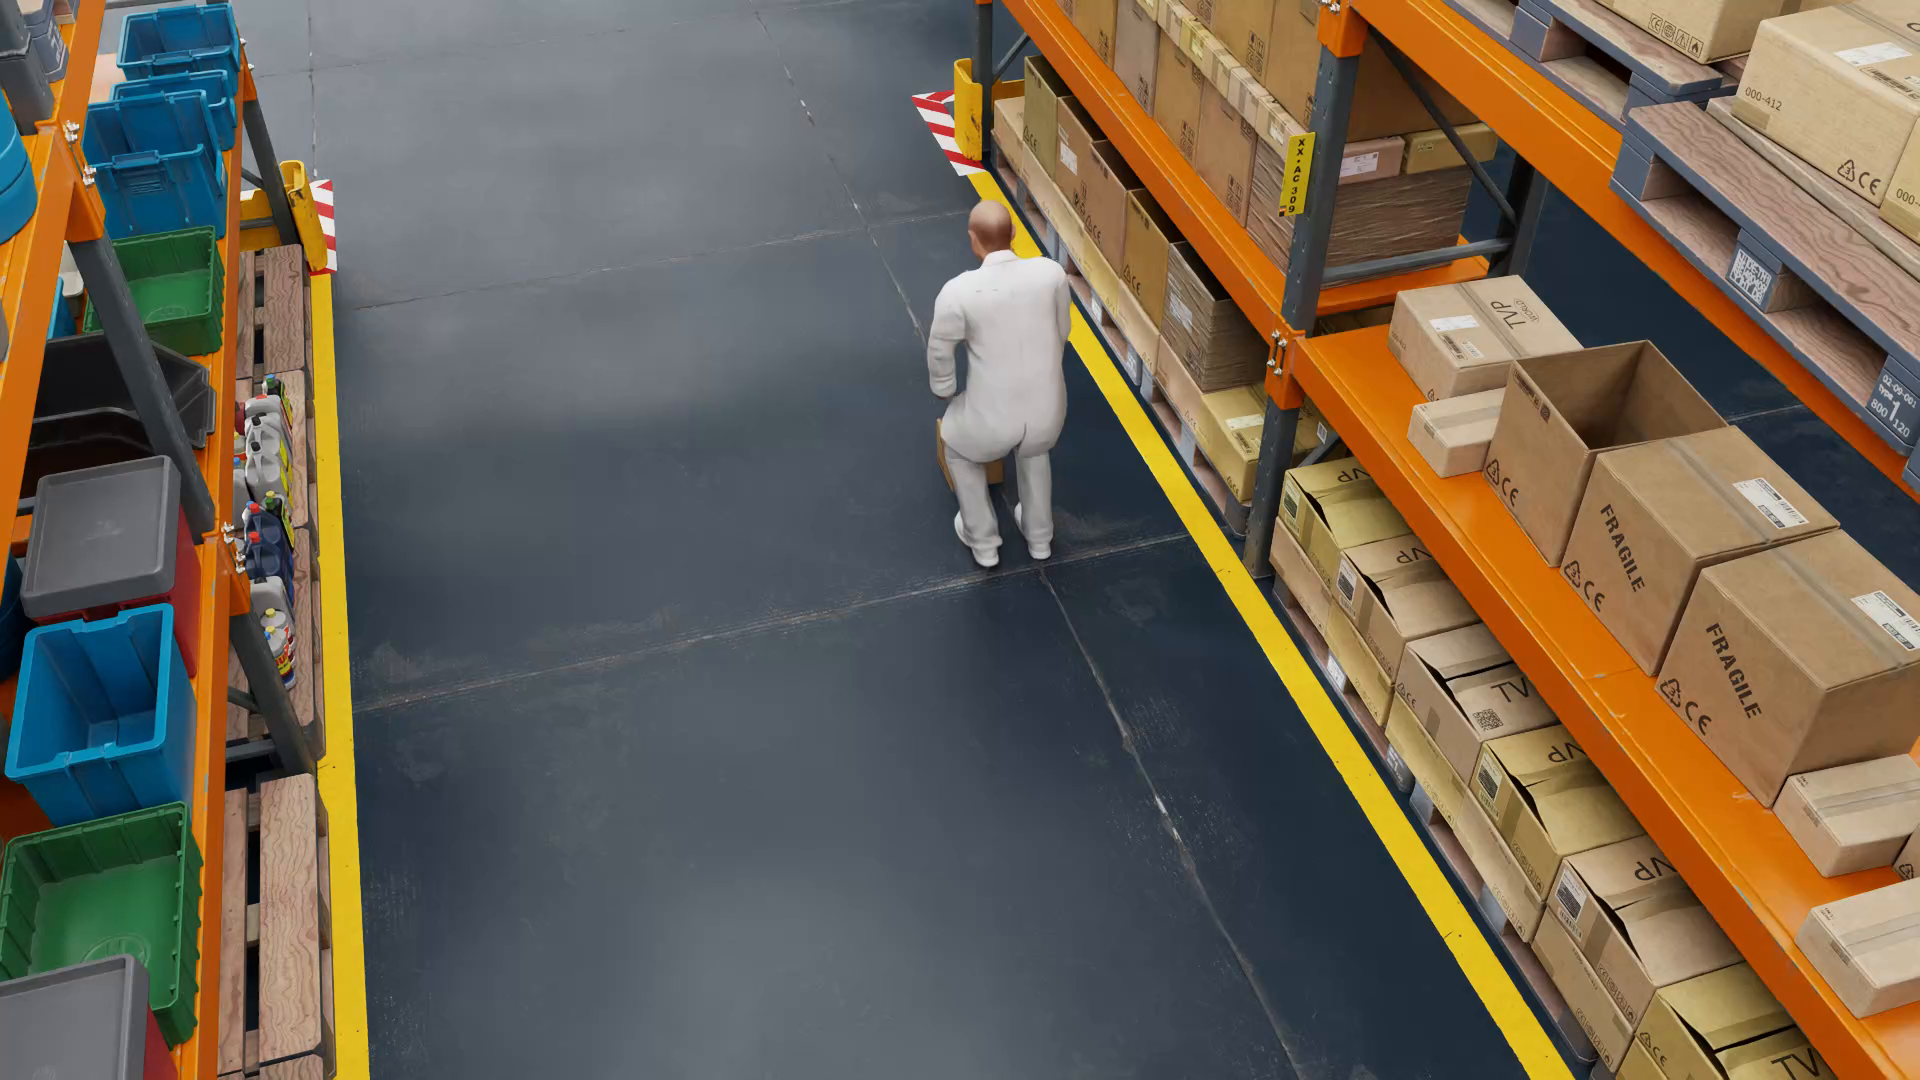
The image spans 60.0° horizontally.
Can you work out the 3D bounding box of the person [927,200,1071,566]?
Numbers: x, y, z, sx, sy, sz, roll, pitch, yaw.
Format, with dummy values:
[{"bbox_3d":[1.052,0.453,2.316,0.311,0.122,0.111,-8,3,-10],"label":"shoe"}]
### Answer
[{"bbox_3d":[0.167,-0.551,7.012,0.611,1.492,0.522,-11,43,-12],"label":"person"}]
